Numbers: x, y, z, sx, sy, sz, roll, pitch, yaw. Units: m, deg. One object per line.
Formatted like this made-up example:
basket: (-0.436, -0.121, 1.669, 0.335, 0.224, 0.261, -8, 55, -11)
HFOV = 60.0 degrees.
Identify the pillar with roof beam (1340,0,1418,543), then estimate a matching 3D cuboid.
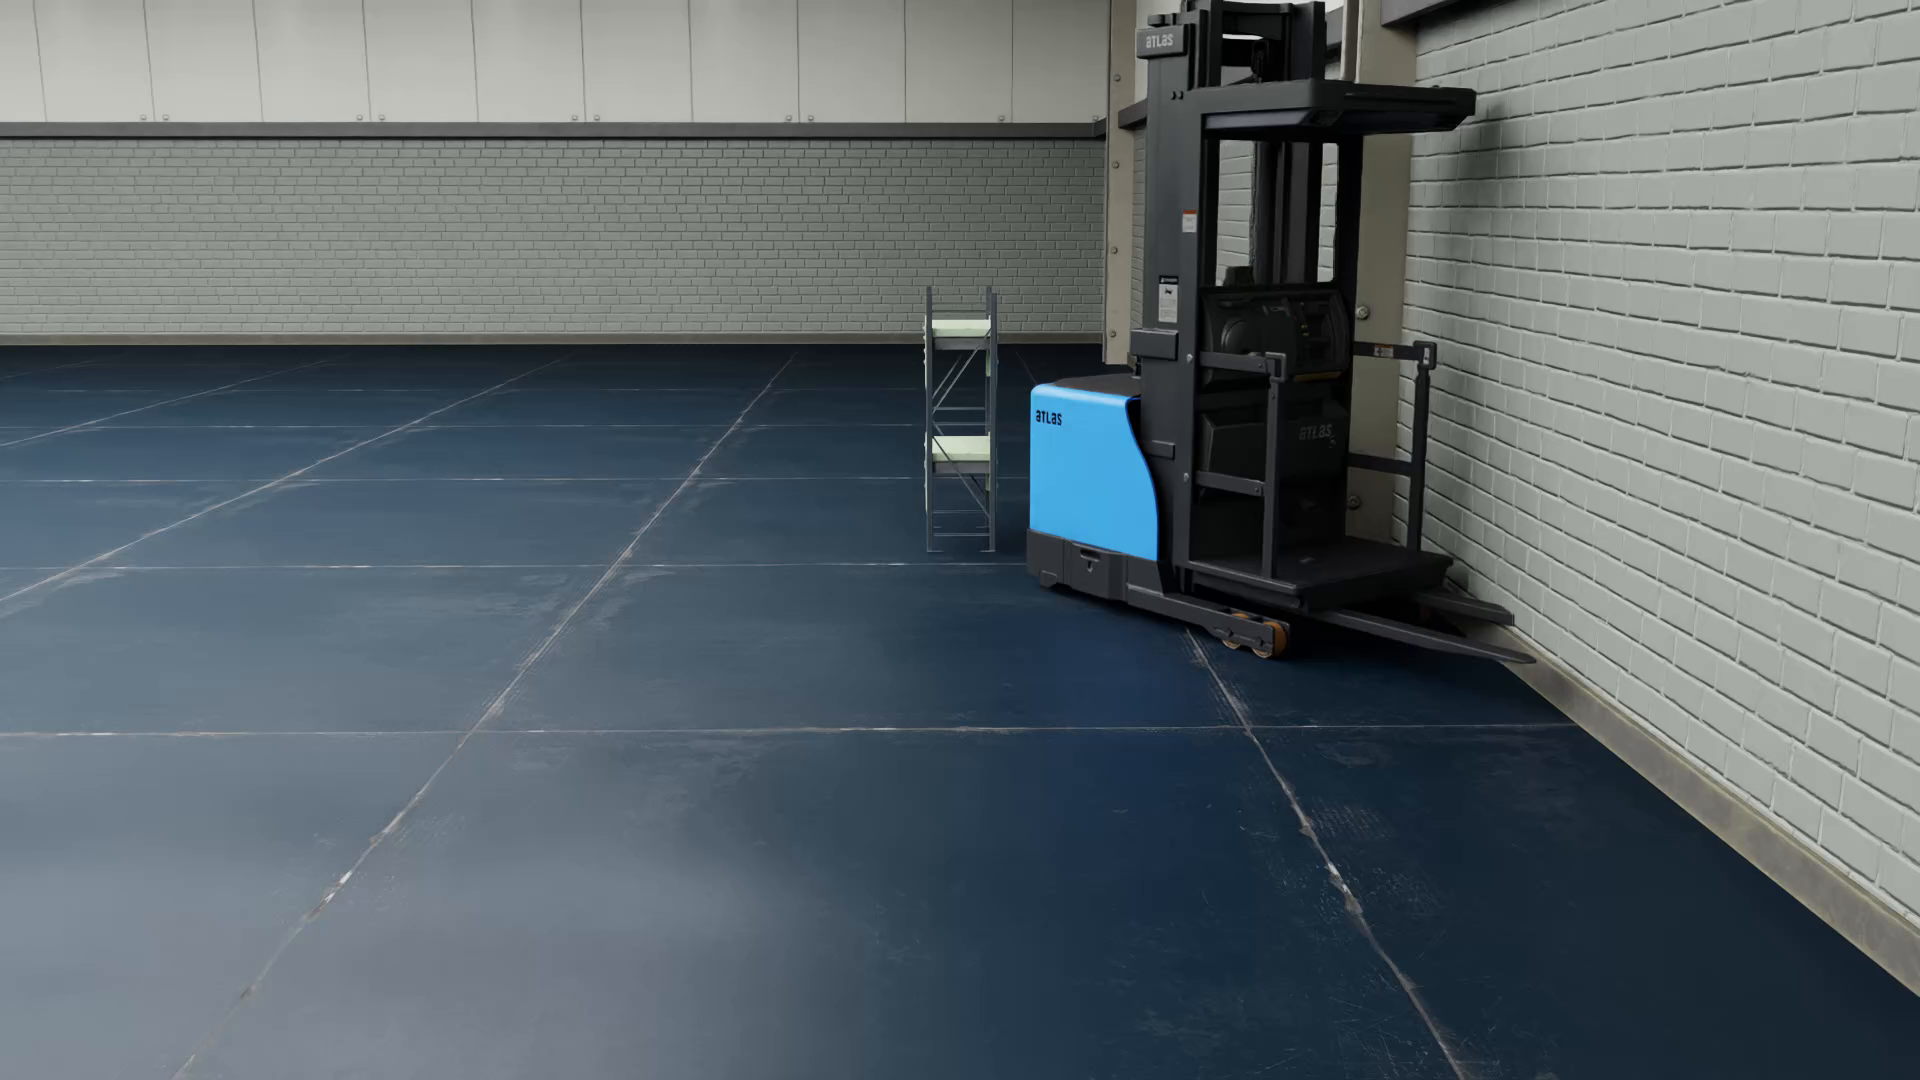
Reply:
pillar with roof beam: (-2.067, -4.266, 8.454, 9.100, 9.000, 0.400, 0, 11, -1)

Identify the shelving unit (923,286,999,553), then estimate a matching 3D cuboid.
shelving unit: (0.000, -0.736, 9.917, 0.431, 1.500, 0.755, 0, 11, -1)

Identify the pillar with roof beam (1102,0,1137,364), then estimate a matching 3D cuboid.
pillar with roof beam: (-2.315, -6.651, 20.212, 9.100, 9.000, 0.400, 0, 11, -1)

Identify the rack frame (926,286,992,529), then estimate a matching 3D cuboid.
rack frame: (-0.008, -0.809, 10.275, 0.400, 1.500, 0.023, 0, 11, -1)

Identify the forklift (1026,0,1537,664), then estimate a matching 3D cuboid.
forklift: (1.623, -1.016, 7.698, 1.130, 2.935, 3.031, -8, 14, -35)

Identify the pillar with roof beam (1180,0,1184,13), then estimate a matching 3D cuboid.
pillar with roof beam: (-2.191, -5.459, 14.333, 9.100, 9.000, 0.400, 0, 11, -1)

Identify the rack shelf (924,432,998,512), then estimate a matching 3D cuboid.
rack shelf: (0.000, -0.417, 9.981, 0.431, 0.370, 0.720, 0, 11, -1)

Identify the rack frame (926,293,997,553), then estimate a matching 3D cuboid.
rack frame: (0.007, -0.664, 9.558, 0.400, 1.500, 0.023, 0, 11, -1)

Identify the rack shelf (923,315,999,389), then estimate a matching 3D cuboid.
rack shelf: (0.000, -1.119, 9.839, 0.431, 0.370, 0.720, 0, 11, -1)
